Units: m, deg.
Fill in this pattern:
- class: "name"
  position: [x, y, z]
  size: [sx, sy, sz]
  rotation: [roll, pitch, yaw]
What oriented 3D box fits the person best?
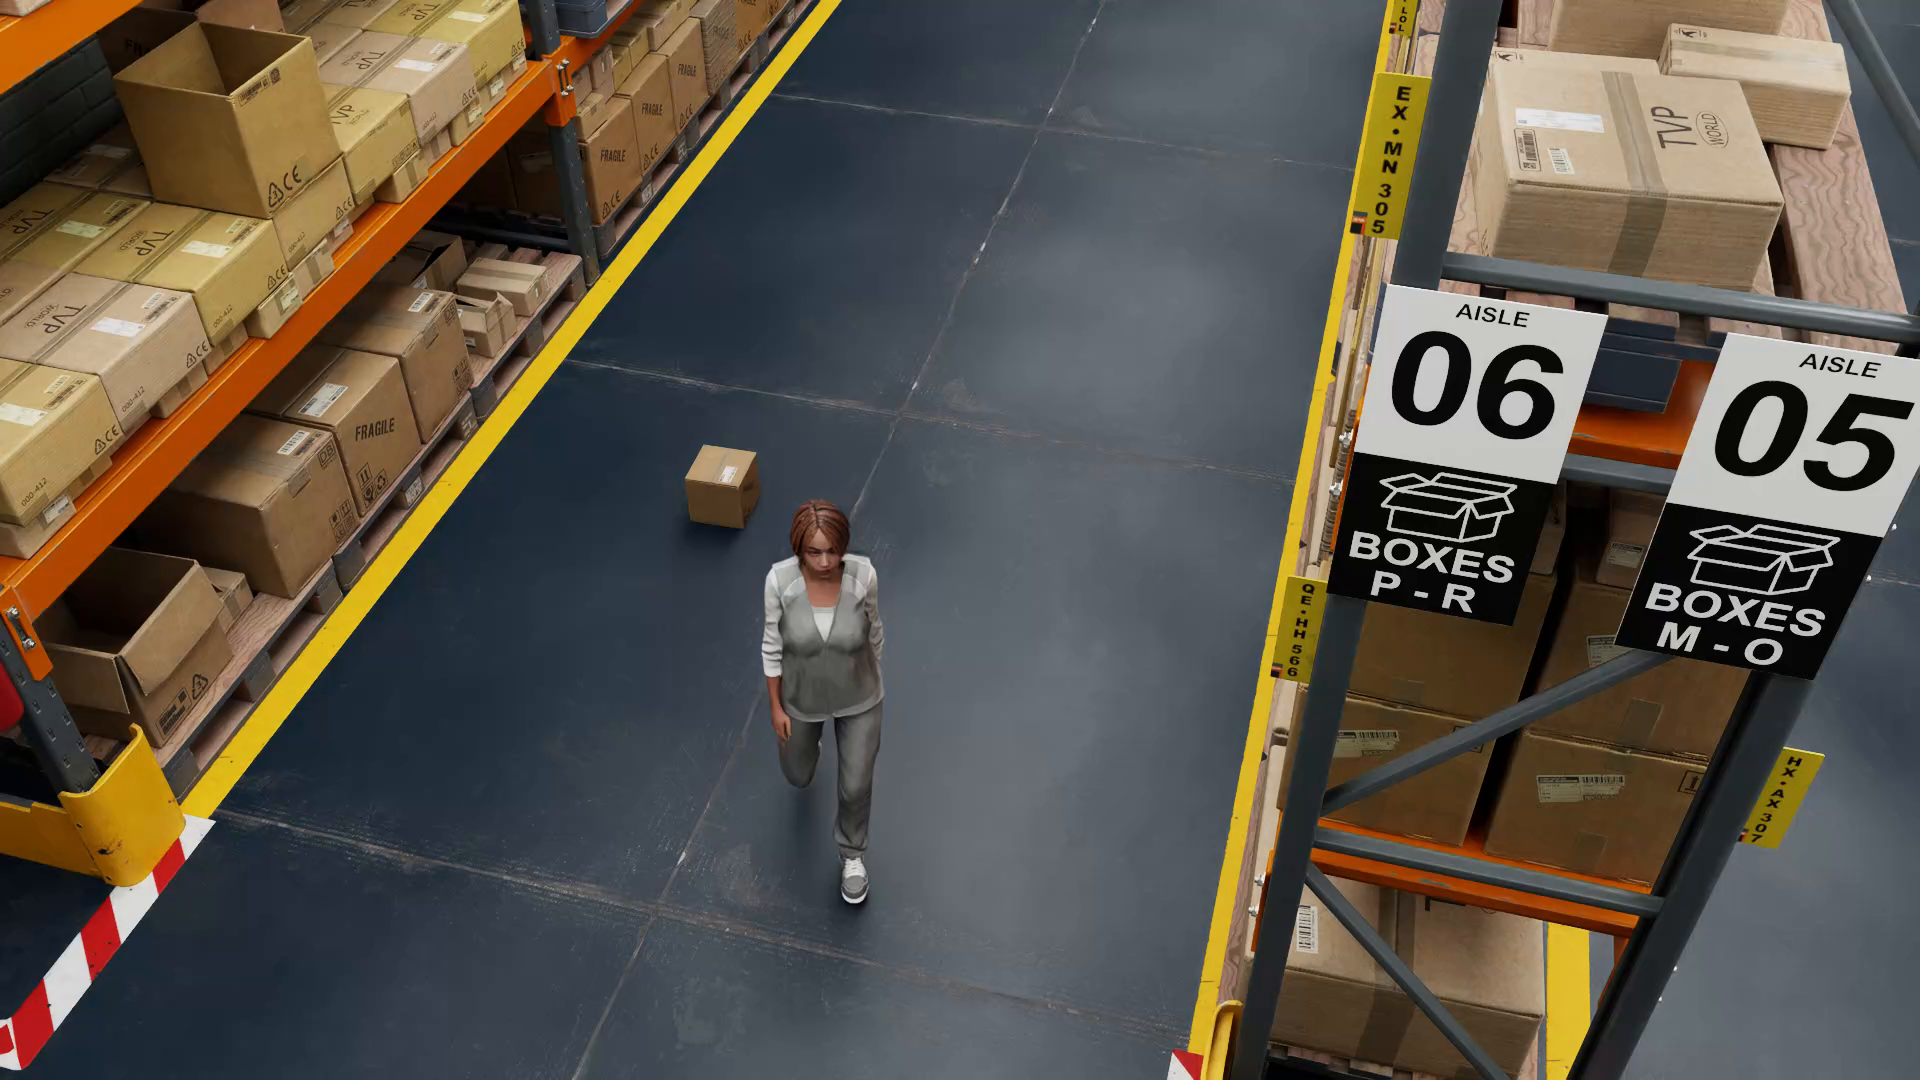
- class: "person"
  position: [-0.451, 0.477, 5.611]
  size: [0.400, 1.570, 0.717]
  rotation: [-3, 42, -3]
